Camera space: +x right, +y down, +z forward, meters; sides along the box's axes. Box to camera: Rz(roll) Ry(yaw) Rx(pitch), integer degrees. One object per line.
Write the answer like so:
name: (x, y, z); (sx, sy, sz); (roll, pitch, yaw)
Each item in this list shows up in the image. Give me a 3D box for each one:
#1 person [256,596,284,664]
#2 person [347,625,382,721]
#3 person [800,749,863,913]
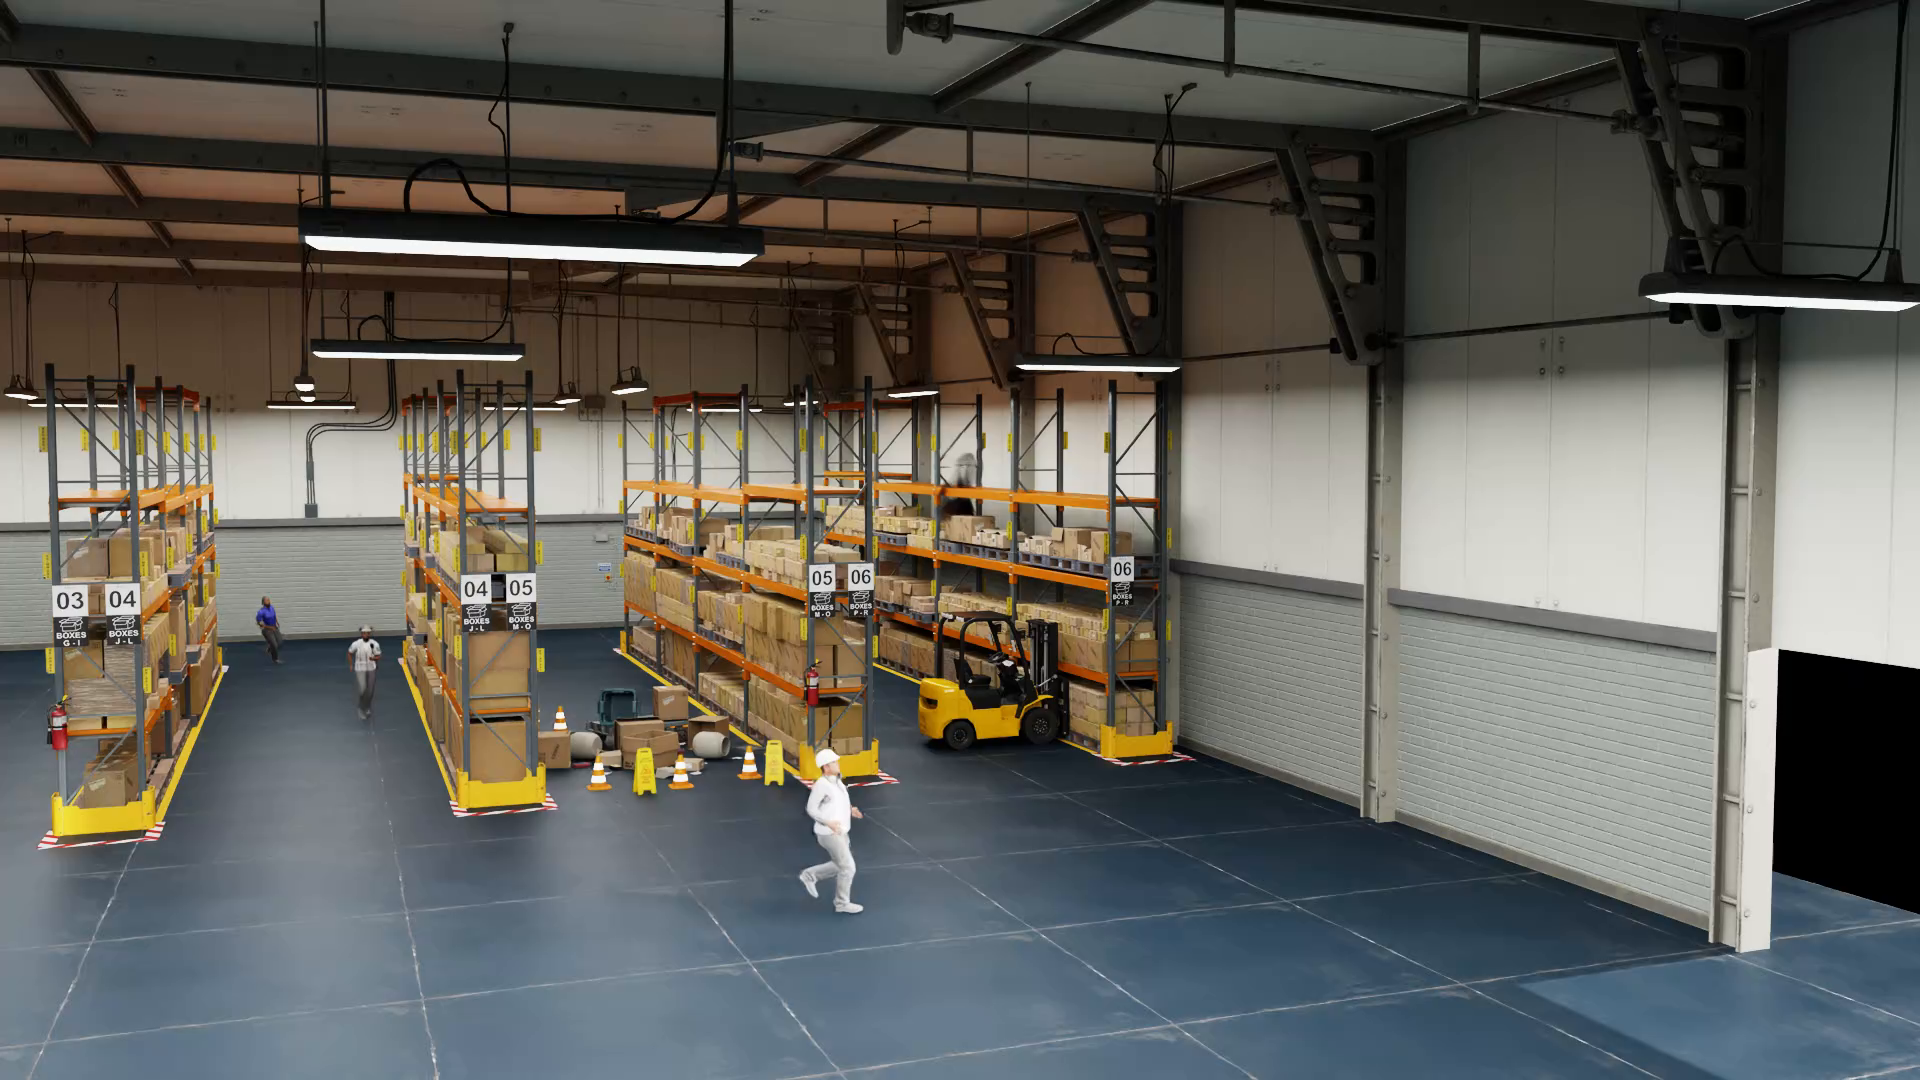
person: (-15.588, 2.041, 37.473); (0.570, 1.552, 0.650); (1, 4, 24)
person: (-10.764, 2.403, 30.119); (0.541, 1.741, 0.708); (-2, 4, -31)
person: (-1.394, 3.098, 17.751); (0.754, 1.732, 0.666); (1, 3, 15)
